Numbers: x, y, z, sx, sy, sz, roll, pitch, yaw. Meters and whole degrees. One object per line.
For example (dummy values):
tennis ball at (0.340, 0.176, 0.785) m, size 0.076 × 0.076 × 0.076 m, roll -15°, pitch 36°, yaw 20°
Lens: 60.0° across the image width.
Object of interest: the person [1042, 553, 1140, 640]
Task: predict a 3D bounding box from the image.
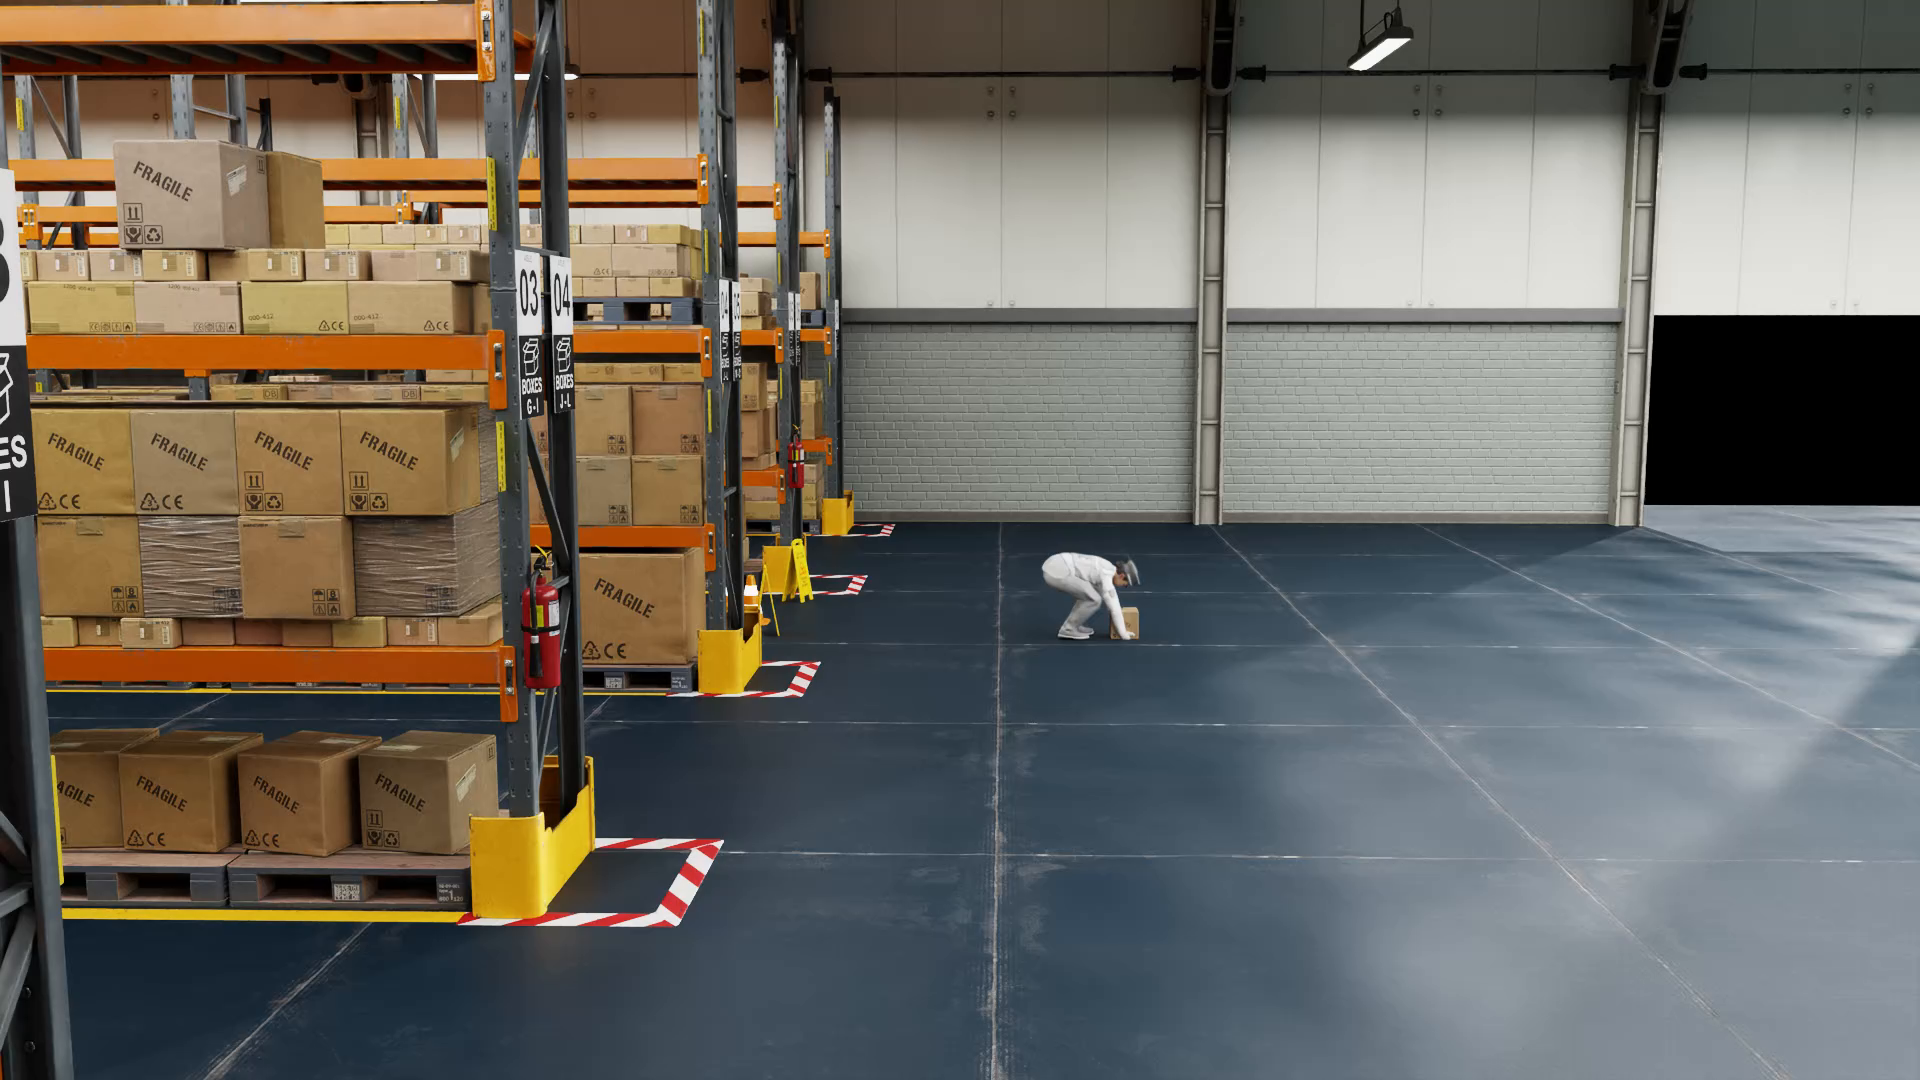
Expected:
person at (1.210, 0.519, 15.297) m, size 0.897 × 0.801 × 0.452 m, roll 0°, pitch 7°, yaw -1°
